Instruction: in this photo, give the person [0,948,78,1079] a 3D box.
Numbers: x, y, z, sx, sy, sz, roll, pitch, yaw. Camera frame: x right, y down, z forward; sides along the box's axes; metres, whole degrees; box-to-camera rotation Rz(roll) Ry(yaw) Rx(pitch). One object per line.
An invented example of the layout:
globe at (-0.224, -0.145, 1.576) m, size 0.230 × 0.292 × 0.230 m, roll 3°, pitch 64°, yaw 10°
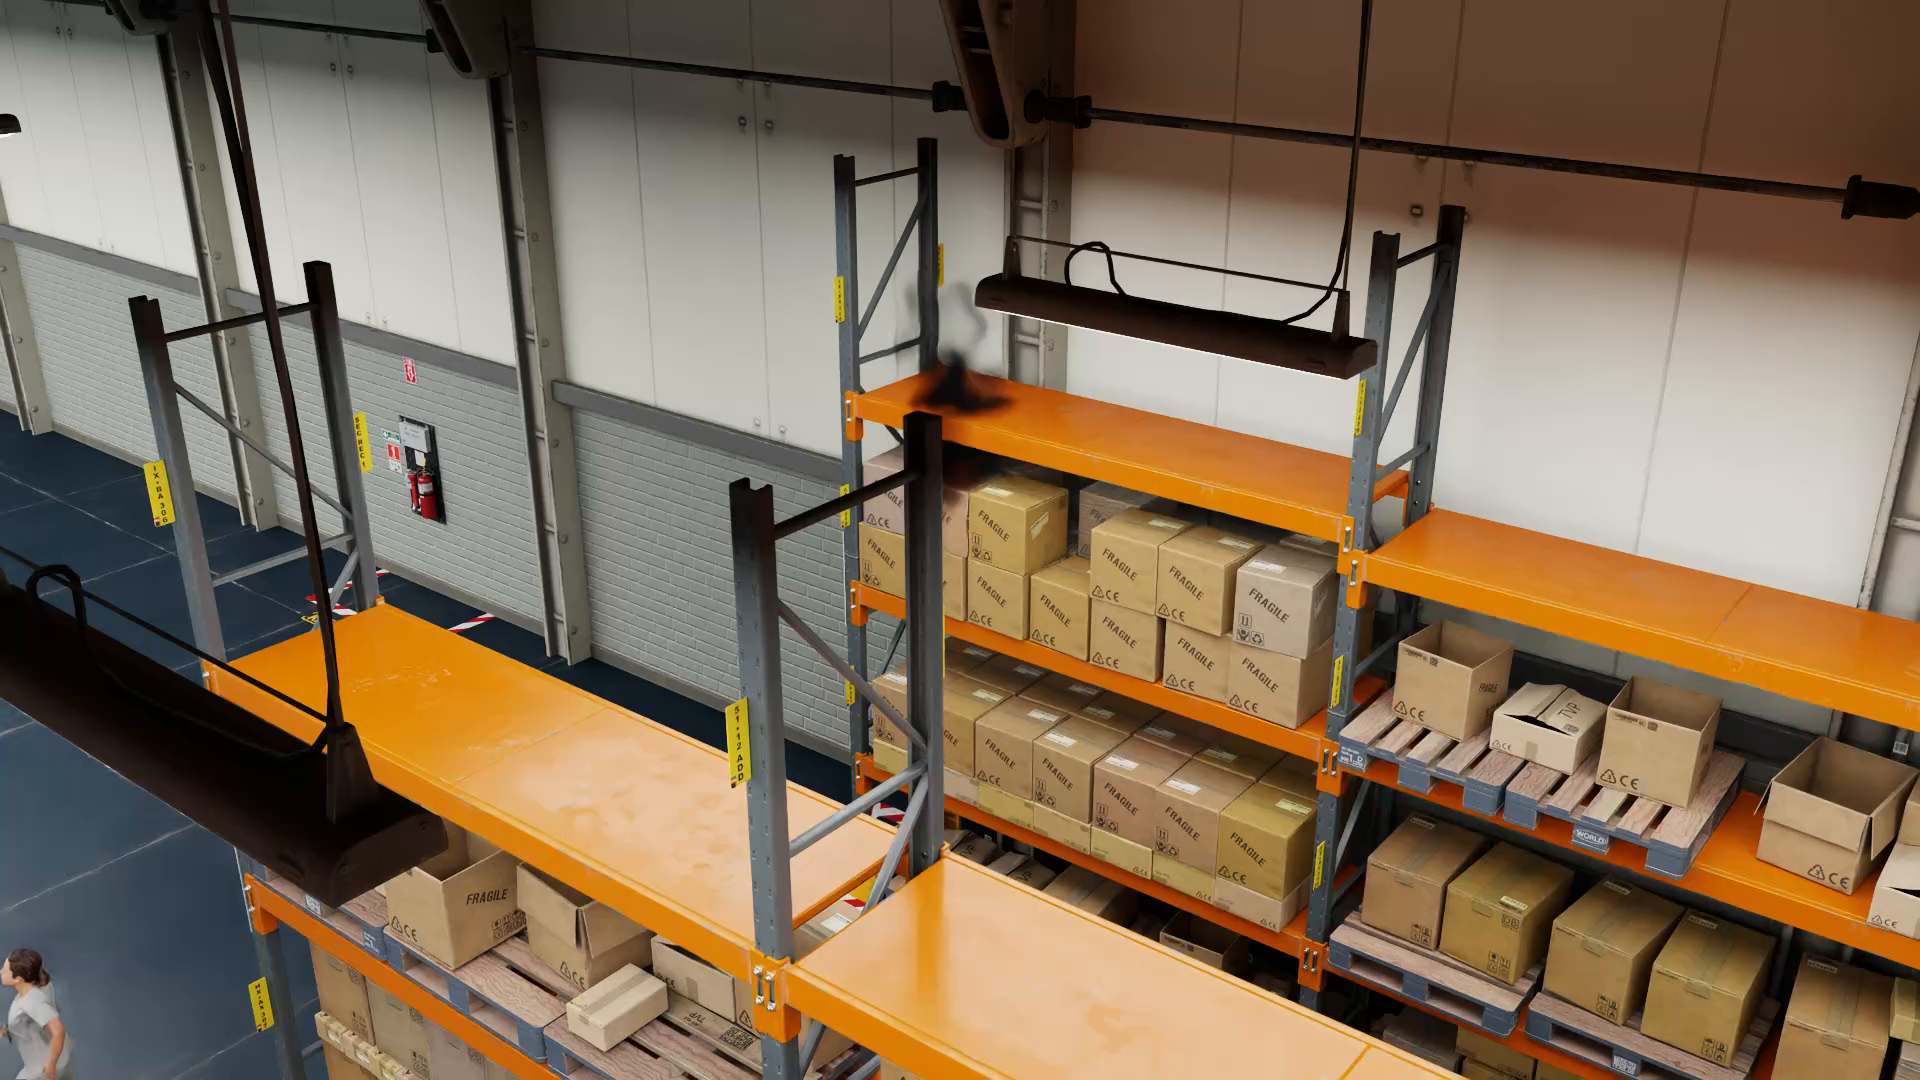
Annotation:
person at (-5.814, 3.315, 10.540) m, size 0.717 × 1.625 × 0.595 m, roll -8°, pitch 24°, yaw -18°
